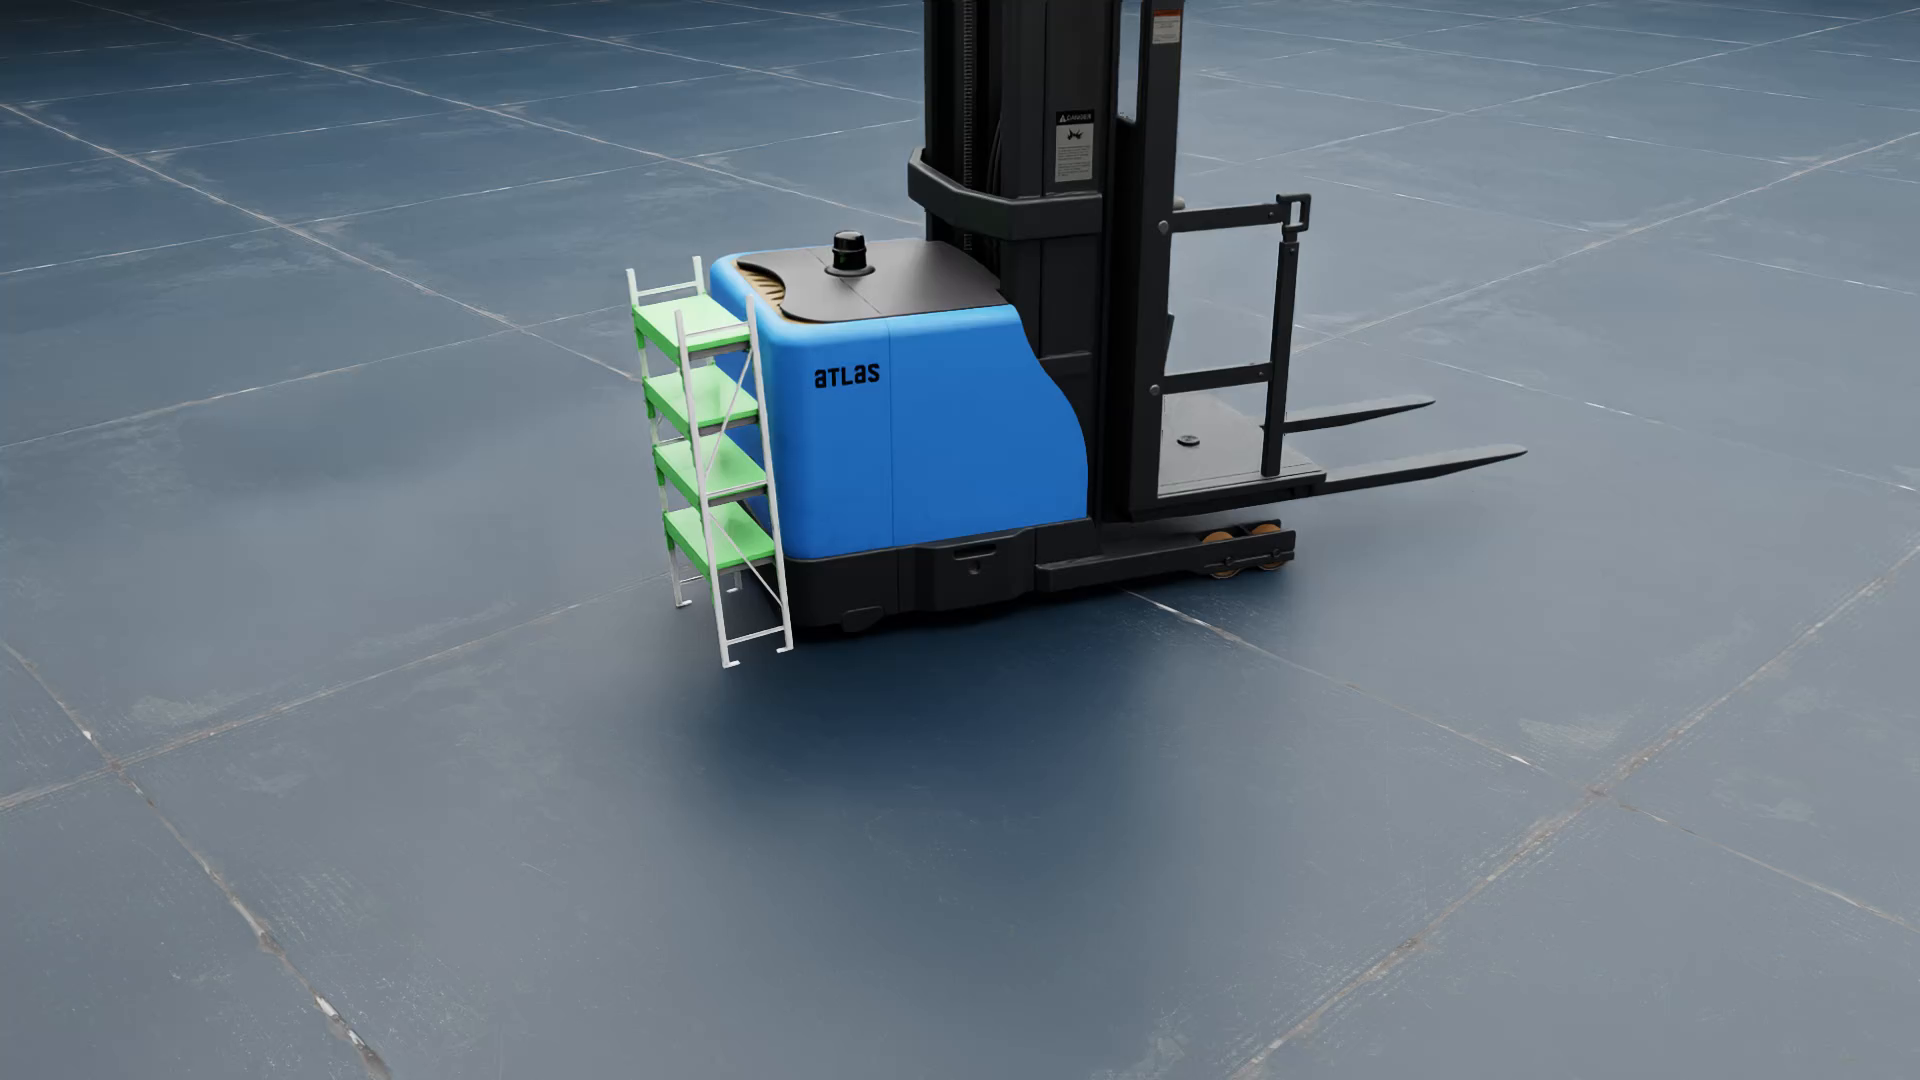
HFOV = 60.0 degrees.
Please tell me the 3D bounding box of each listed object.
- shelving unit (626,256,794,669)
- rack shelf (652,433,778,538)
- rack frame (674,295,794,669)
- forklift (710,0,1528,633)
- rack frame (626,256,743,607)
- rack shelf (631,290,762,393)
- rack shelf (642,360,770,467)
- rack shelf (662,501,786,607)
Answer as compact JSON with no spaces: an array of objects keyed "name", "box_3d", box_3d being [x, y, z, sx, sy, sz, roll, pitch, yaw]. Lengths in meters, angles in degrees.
[{"name":"shelving unit","box_3d":[-0.796,-0.247,5.327,0.258,1.200,0.503,-15,28,-22]},{"name":"rack shelf","box_3d":[-0.793,-0.190,5.355,0.258,0.148,0.480,-15,28,-22]},{"name":"rack frame","box_3d":[-0.687,-0.156,5.128,0.240,1.200,0.015,-15,28,-22]},{"name":"forklift","box_3d":[0.679,-1.390,5.766,3.031,2.935,1.130,-9,26,-18]},{"name":"rack frame","box_3d":[-0.905,-0.338,5.526,0.240,1.200,0.015,-15,28,-22]},{"name":"rack shelf","box_3d":[-0.819,-0.620,5.145,0.258,0.148,0.480,-15,28,-22]},{"name":"rack shelf","box_3d":[-0.806,-0.405,5.250,0.258,0.148,0.480,-15,28,-22]},{"name":"rack shelf","box_3d":[-0.779,0.026,5.461,0.258,0.148,0.480,-15,28,-22]}]
